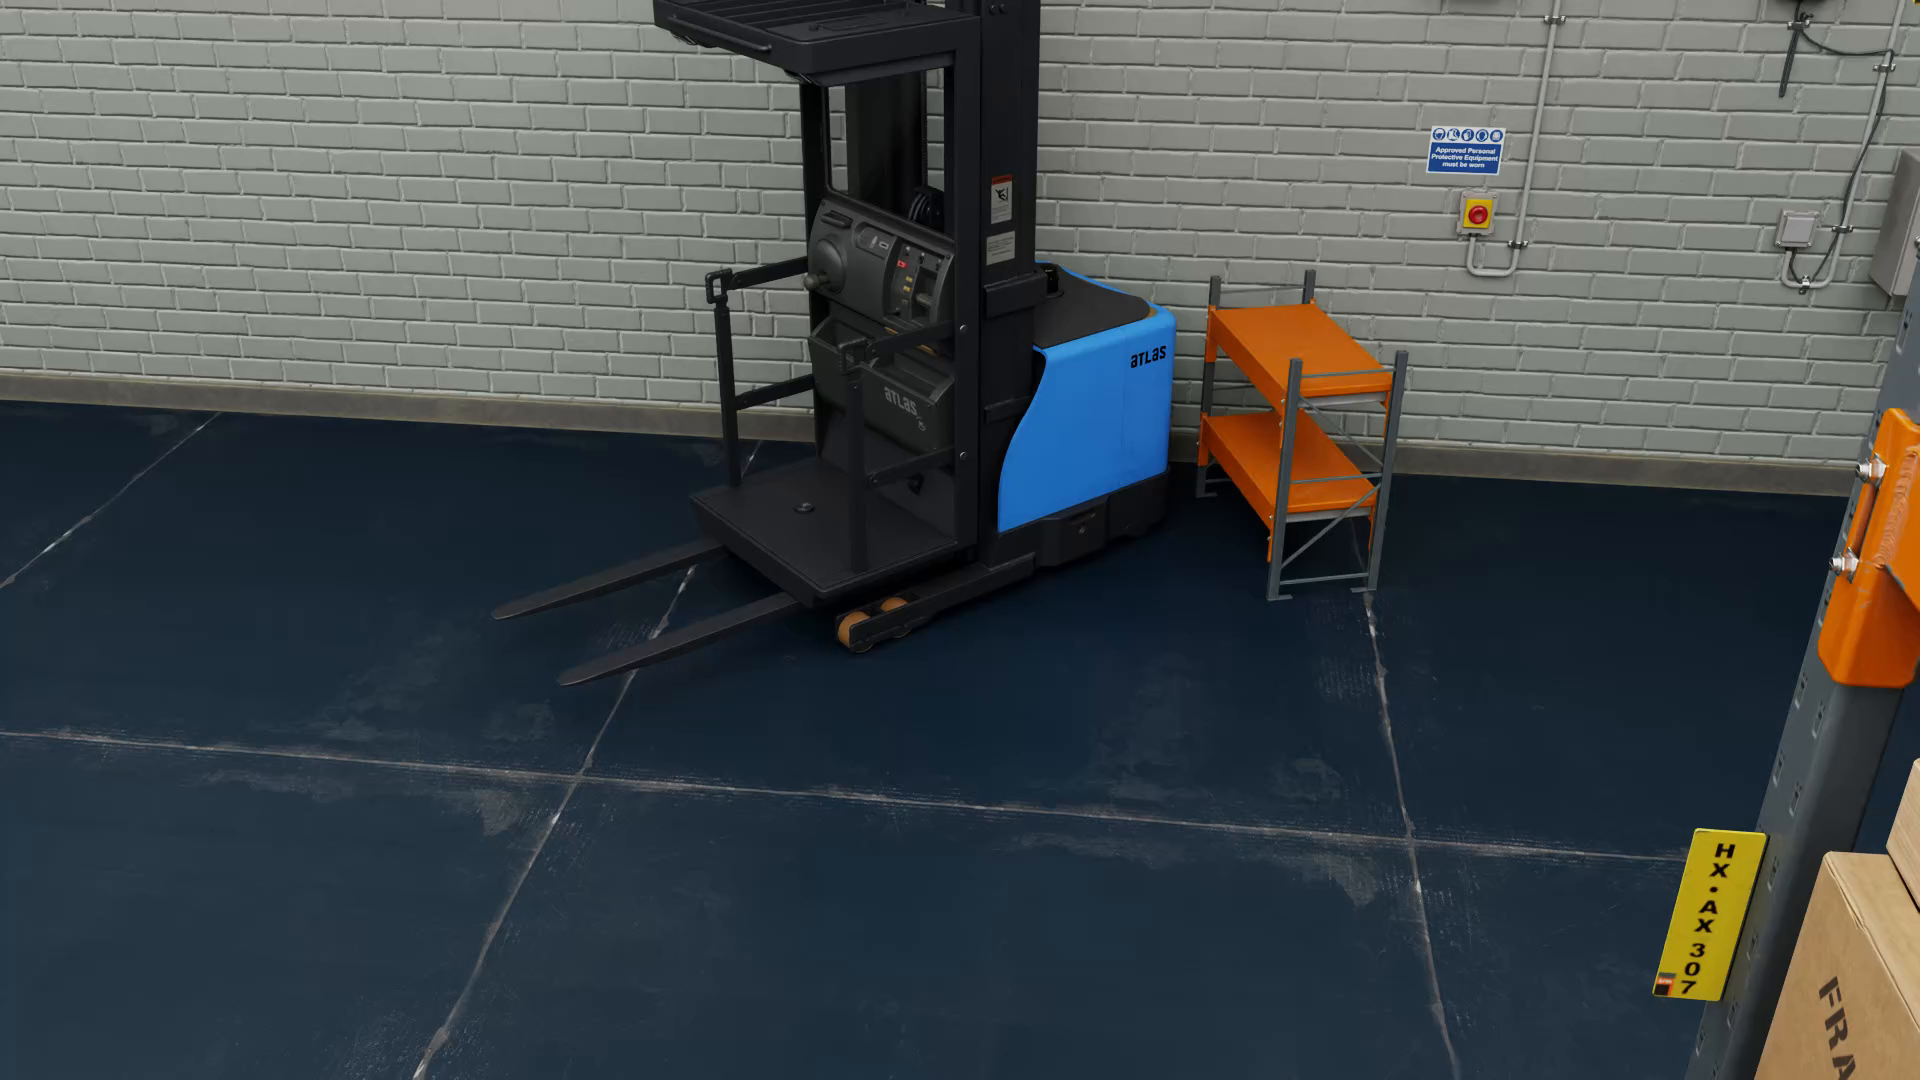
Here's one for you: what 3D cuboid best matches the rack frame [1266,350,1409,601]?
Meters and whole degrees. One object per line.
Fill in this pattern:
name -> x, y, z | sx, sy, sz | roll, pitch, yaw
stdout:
rack frame -> 1.588, -0.257, 7.041 | 0.500, 1.125, 0.032 | -5, 29, -9

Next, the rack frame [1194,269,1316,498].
rack frame -> 1.397, -0.731, 7.920 | 0.500, 1.125, 0.032 | -5, 29, -9

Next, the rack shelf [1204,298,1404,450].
rack shelf -> 1.493, -0.751, 7.342 | 0.538, 0.278, 1.000 | -5, 29, -9

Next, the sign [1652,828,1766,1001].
sign -> 1.136, 0.573, 2.527 | 0.100, 0.325, 0.005 | 3, 28, 6

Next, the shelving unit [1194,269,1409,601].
shelving unit -> 1.493, -0.494, 7.481 | 0.538, 1.125, 1.048 | -5, 29, -9

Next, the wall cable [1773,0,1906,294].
wall cable -> 3.763, -2.002, 7.232 | 0.588, 1.984, 0.122 | 3, 28, 6

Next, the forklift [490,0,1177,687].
forklift -> -0.500, -1.108, 6.717 | 3.031, 2.935, 1.130 | -20, 34, -32

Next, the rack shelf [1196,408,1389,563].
rack shelf -> 1.493, -0.279, 7.597 | 0.538, 0.278, 1.000 | -5, 29, -9

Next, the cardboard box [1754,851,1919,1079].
cardboard box -> 1.345, 0.749, 2.037 | 0.500, 0.500, 0.500 | 3, 28, 5

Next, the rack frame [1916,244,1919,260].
rack frame -> 1.686, -1.617, 1.263 | 1.000, 3.000, 0.127 | 3, 28, 6

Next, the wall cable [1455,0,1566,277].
wall cable -> 2.354, -2.092, 7.367 | 0.585, 1.953, 0.123 | 3, 28, 6

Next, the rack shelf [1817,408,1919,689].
rack shelf -> 1.441, 0.962, 0.398 | 1.077, 0.370, 4.000 | 3, 28, 6

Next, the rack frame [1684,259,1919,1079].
rack frame -> 1.686, 1.024, 2.686 | 1.000, 3.000, 0.127 | 3, 28, 6

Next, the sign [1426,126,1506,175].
sign -> 2.314, -1.782, 7.610 | 0.327, 0.218, 0.001 | 3, 28, 6

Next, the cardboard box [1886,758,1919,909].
cardboard box -> 1.368, 0.406, 1.991 | 0.380, 0.149, 0.250 | 4, 29, 7

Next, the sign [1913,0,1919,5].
sign -> 1.136, -0.751, 1.814 | 0.100, 0.325, 0.005 | 3, 28, 6

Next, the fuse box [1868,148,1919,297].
fuse box -> 4.421, -0.873, 7.567 | 0.539, 1.711, 0.414 | 3, 28, 6
